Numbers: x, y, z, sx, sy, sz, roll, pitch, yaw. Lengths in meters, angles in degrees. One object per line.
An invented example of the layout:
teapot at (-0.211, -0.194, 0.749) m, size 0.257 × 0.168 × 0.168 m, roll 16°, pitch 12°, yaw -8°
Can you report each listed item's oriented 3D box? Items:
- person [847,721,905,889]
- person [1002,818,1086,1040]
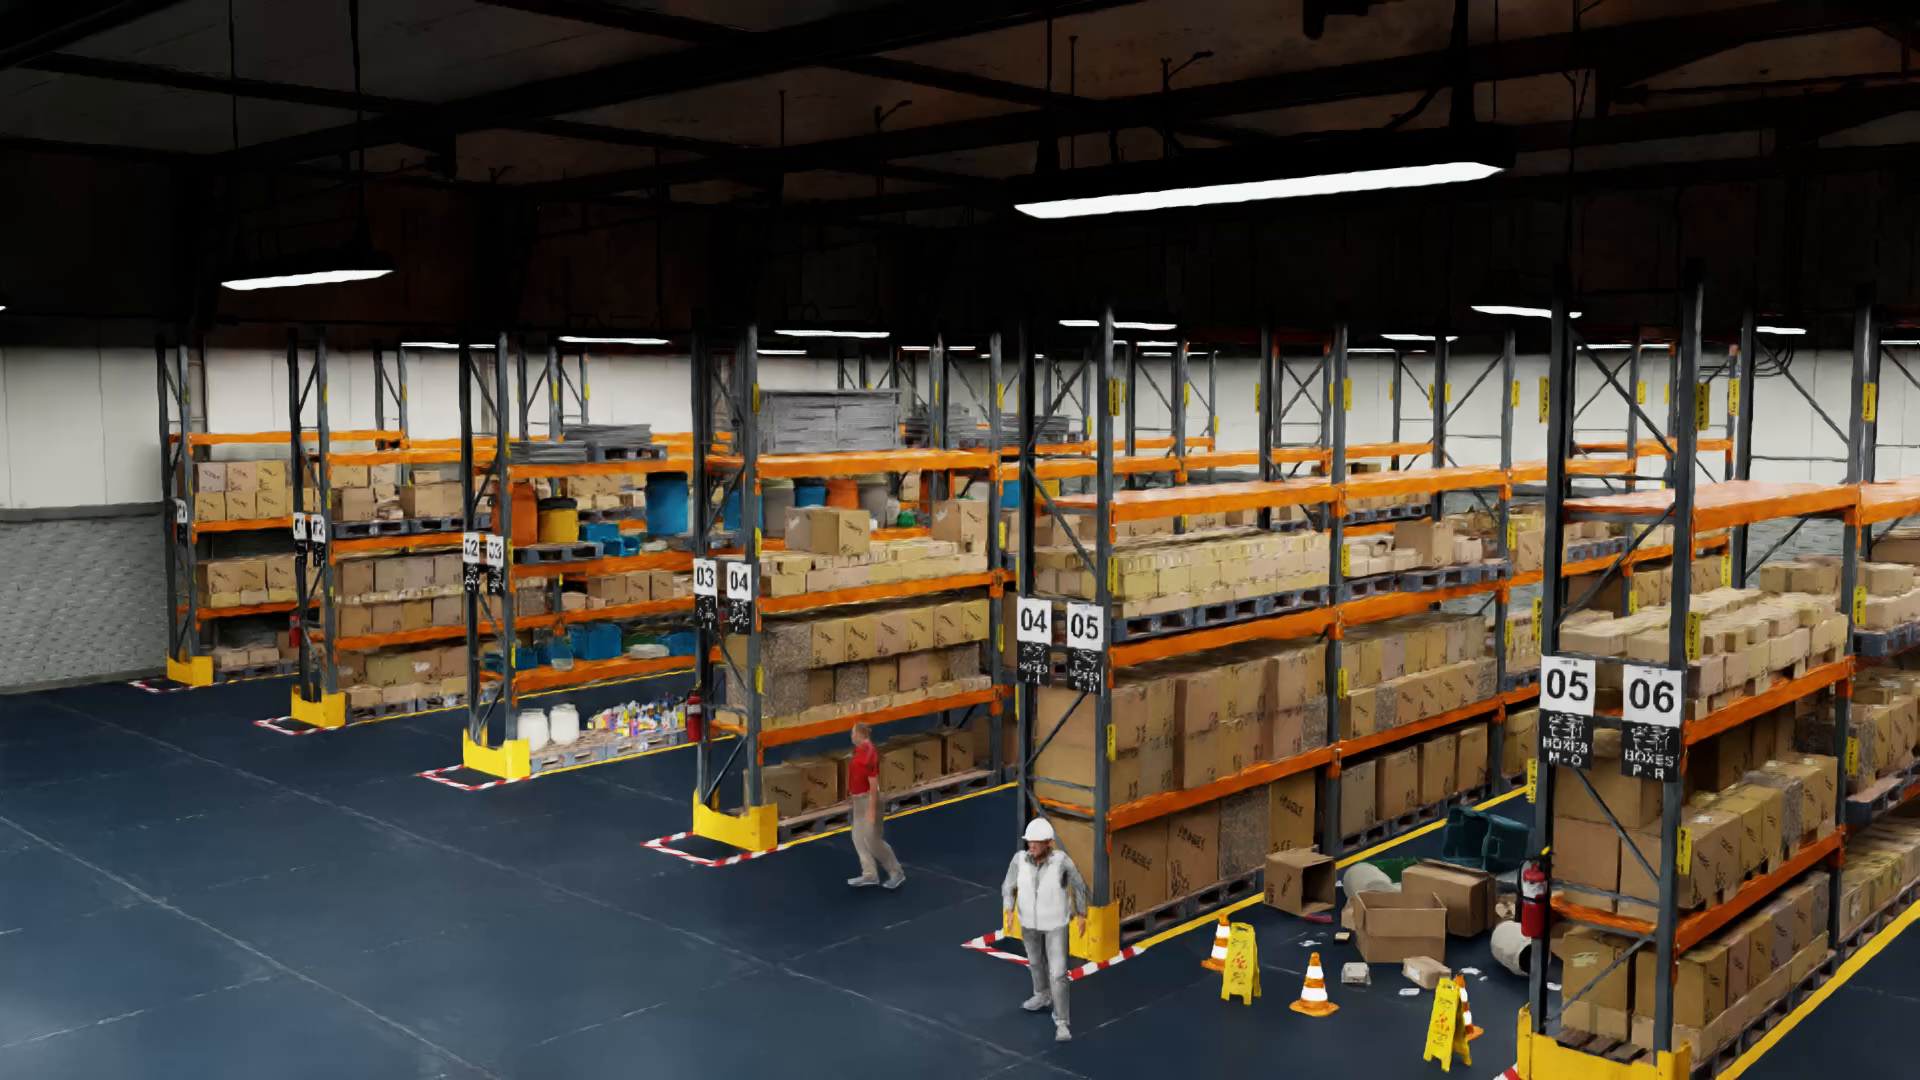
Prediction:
person at (-0.864, 2.713, 17.084) m, size 0.580 × 1.711 × 0.595 m, roll -1°, pitch 5°, yaw -11°
person at (0.694, 3.052, 13.372) m, size 0.680 × 1.712 × 0.830 m, roll 2°, pitch 6°, yaw 25°
